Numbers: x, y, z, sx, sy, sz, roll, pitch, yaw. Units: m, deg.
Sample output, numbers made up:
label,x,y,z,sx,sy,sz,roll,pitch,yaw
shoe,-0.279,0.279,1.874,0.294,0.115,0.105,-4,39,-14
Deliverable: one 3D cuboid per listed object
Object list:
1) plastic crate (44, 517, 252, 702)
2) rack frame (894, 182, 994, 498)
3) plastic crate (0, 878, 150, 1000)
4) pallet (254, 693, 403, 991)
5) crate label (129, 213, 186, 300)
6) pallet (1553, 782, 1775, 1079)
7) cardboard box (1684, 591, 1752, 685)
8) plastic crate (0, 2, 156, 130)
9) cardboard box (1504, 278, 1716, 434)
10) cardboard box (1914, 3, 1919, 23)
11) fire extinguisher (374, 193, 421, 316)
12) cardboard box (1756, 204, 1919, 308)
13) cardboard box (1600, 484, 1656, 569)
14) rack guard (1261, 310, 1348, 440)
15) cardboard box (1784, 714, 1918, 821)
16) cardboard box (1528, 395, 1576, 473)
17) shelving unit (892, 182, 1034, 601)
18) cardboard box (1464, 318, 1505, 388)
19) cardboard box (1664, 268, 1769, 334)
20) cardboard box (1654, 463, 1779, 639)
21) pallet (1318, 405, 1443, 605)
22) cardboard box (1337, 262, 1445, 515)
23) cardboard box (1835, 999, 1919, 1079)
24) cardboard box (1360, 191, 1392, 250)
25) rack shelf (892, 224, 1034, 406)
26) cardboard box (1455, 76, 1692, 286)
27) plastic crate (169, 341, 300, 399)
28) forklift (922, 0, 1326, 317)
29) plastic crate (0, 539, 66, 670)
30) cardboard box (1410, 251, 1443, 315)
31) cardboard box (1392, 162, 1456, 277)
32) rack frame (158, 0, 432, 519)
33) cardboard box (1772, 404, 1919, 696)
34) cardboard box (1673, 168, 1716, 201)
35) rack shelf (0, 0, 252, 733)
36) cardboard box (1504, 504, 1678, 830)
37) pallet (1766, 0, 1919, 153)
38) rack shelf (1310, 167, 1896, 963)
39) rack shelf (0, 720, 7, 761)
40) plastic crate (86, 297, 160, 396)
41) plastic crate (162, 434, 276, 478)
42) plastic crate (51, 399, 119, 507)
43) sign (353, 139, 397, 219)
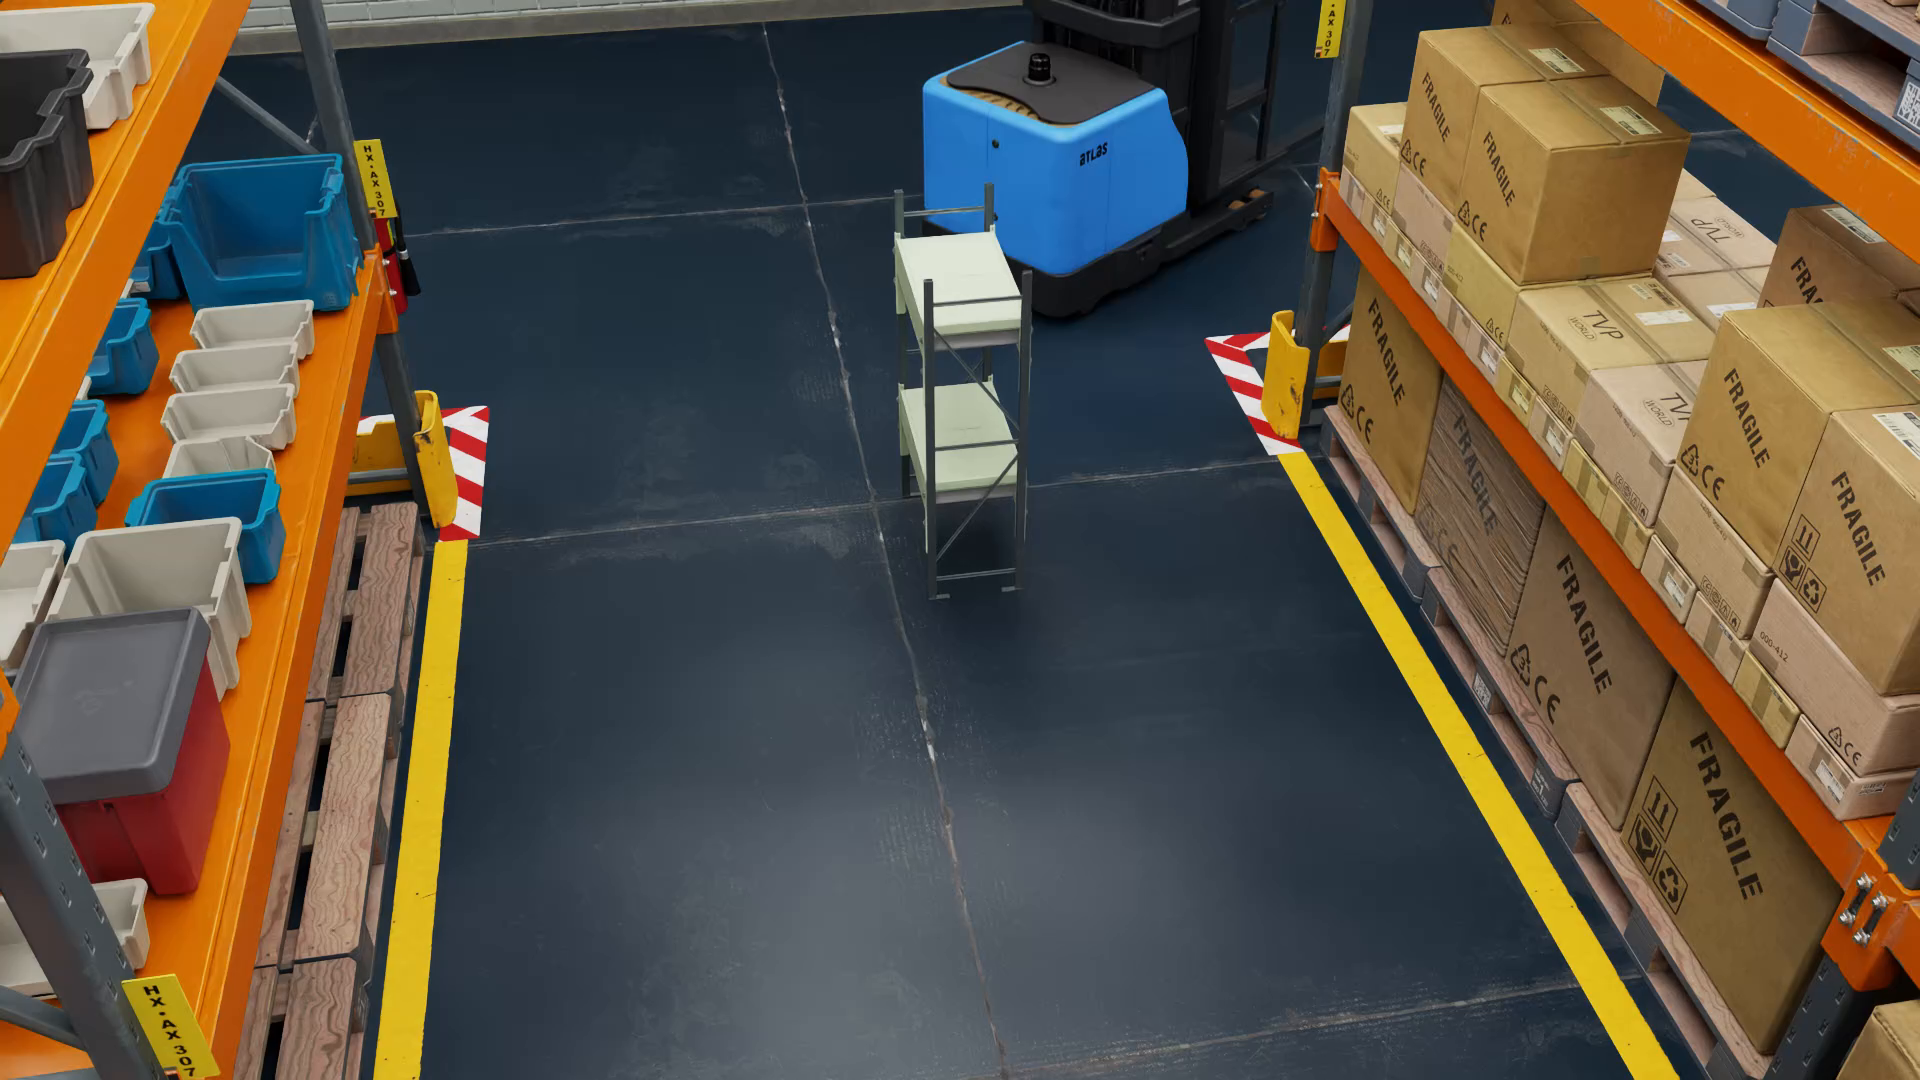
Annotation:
label,x,y,z,sx,sy,sz,roll,pitch,yaw
plastic crate,-2.202,0.226,4.562,0.437,0.282,0.530,-6,38,-8
rack frame,-0.063,-0.809,7.069,0.400,1.500,0.023,-6,38,-8
plastic crate,-2.056,0.929,3.775,0.396,0.136,0.243,-6,38,-8
pallet,-2.500,1.068,5.704,1.003,0.211,1.213,-6,38,-8
crate label,-3.097,-1.044,6.237,0.416,0.233,0.303,-6,38,-8
pallet,2.705,1.246,5.475,1.003,0.211,1.213,-6,38,-8
cardboard box,2.295,0.252,4.685,0.380,0.149,0.250,-7,38,-9
plastic crate,-2.210,-1.130,4.030,0.437,0.136,0.530,-6,38,-8
cardboard box,2.157,-0.611,5.472,0.500,0.250,0.500,-7,38,-9
cardboard box,2.565,-1.283,3.507,0.700,0.500,0.500,-8,39,-11
fire extinguisher,-2.396,-1.233,6.759,0.296,0.674,0.183,-6,38,-8
cardboard box,2.754,-0.671,4.937,0.500,0.500,0.500,-7,38,-9
cardboard box,2.204,-0.059,5.086,0.380,0.149,0.250,-6,38,-7
rack guard,2.056,-0.831,7.912,1.175,0.500,0.348,-6,38,-8
cardboard box,2.385,0.562,4.286,0.380,0.149,0.250,-6,38,-8
cardboard box,2.116,-0.368,5.483,0.380,0.149,0.250,-6,38,-7
shelving unit,0.001,-0.588,6.785,0.431,1.500,0.755,-6,38,-8
cardboard box,2.025,-0.678,5.883,0.380,0.149,0.250,-7,38,-8
cardboard box,2.679,-0.670,5.547,0.500,0.250,0.500,-6,38,-8
cardboard box,2.332,0.003,4.681,0.500,0.250,0.500,-5,38,-7
pallet,2.277,-0.228,7.372,1.003,0.211,1.213,-6,38,-8
cardboard box,2.251,-0.753,7.163,0.875,0.875,0.875,-6,38,-8
cardboard box,2.893,1.670,4.045,1.225,0.875,0.875,-6,38,-8
cardboard box,1.843,-1.300,6.683,0.380,0.149,0.250,-7,38,-9
rack shelf,0.001,-0.896,6.545,0.431,0.370,0.720,-6,38,-8
cardboard box,2.062,-1.225,5.650,0.500,0.500,0.500,-7,38,-9
plastic crate,-2.459,-0.541,5.667,0.396,0.136,0.243,-6,38,-8
forklift,1.167,-3.125,8.883,1.130,2.935,3.031,30,47,33
plastic crate,-2.716,0.206,4.706,0.293,0.136,0.466,-6,38,-8
cardboard box,1.936,-0.988,6.281,0.380,0.149,0.250,-7,38,-9
cardboard box,1.976,-1.230,6.268,0.500,0.250,0.500,-7,38,-9
rack frame,-2.817,-1.271,6.441,1.000,3.000,0.127,-6,38,-8
cardboard box,2.417,0.009,4.062,0.500,0.500,0.500,-5,38,-7
cardboard box,2.494,-1.291,6.347,0.500,0.250,0.500,-7,38,-9
rack shelf,-2.466,-0.964,4.187,1.077,0.370,4.000,-6,38,-8
cardboard box,2.566,0.335,5.764,0.875,0.875,0.875,-6,38,-8
pallet,2.628,-1.033,3.762,1.003,0.211,1.213,-6,38,-8
rack shelf,2.410,-0.312,5.793,1.077,0.370,4.000,-6,38,-8
rack shelf,-1.765,1.452,1.077,1.077,0.370,4.000,-6,38,-8
plastic crate,-2.982,-0.646,5.725,0.416,0.233,0.300,-6,38,-8
plastic crate,-2.316,-0.199,5.227,0.298,0.136,0.250,-6,38,-8
plastic crate,-2.867,-0.249,5.213,0.416,0.233,0.300,-6,38,-8
sign,-2.278,-1.404,6.480,0.100,0.325,0.005,-6,38,-8
